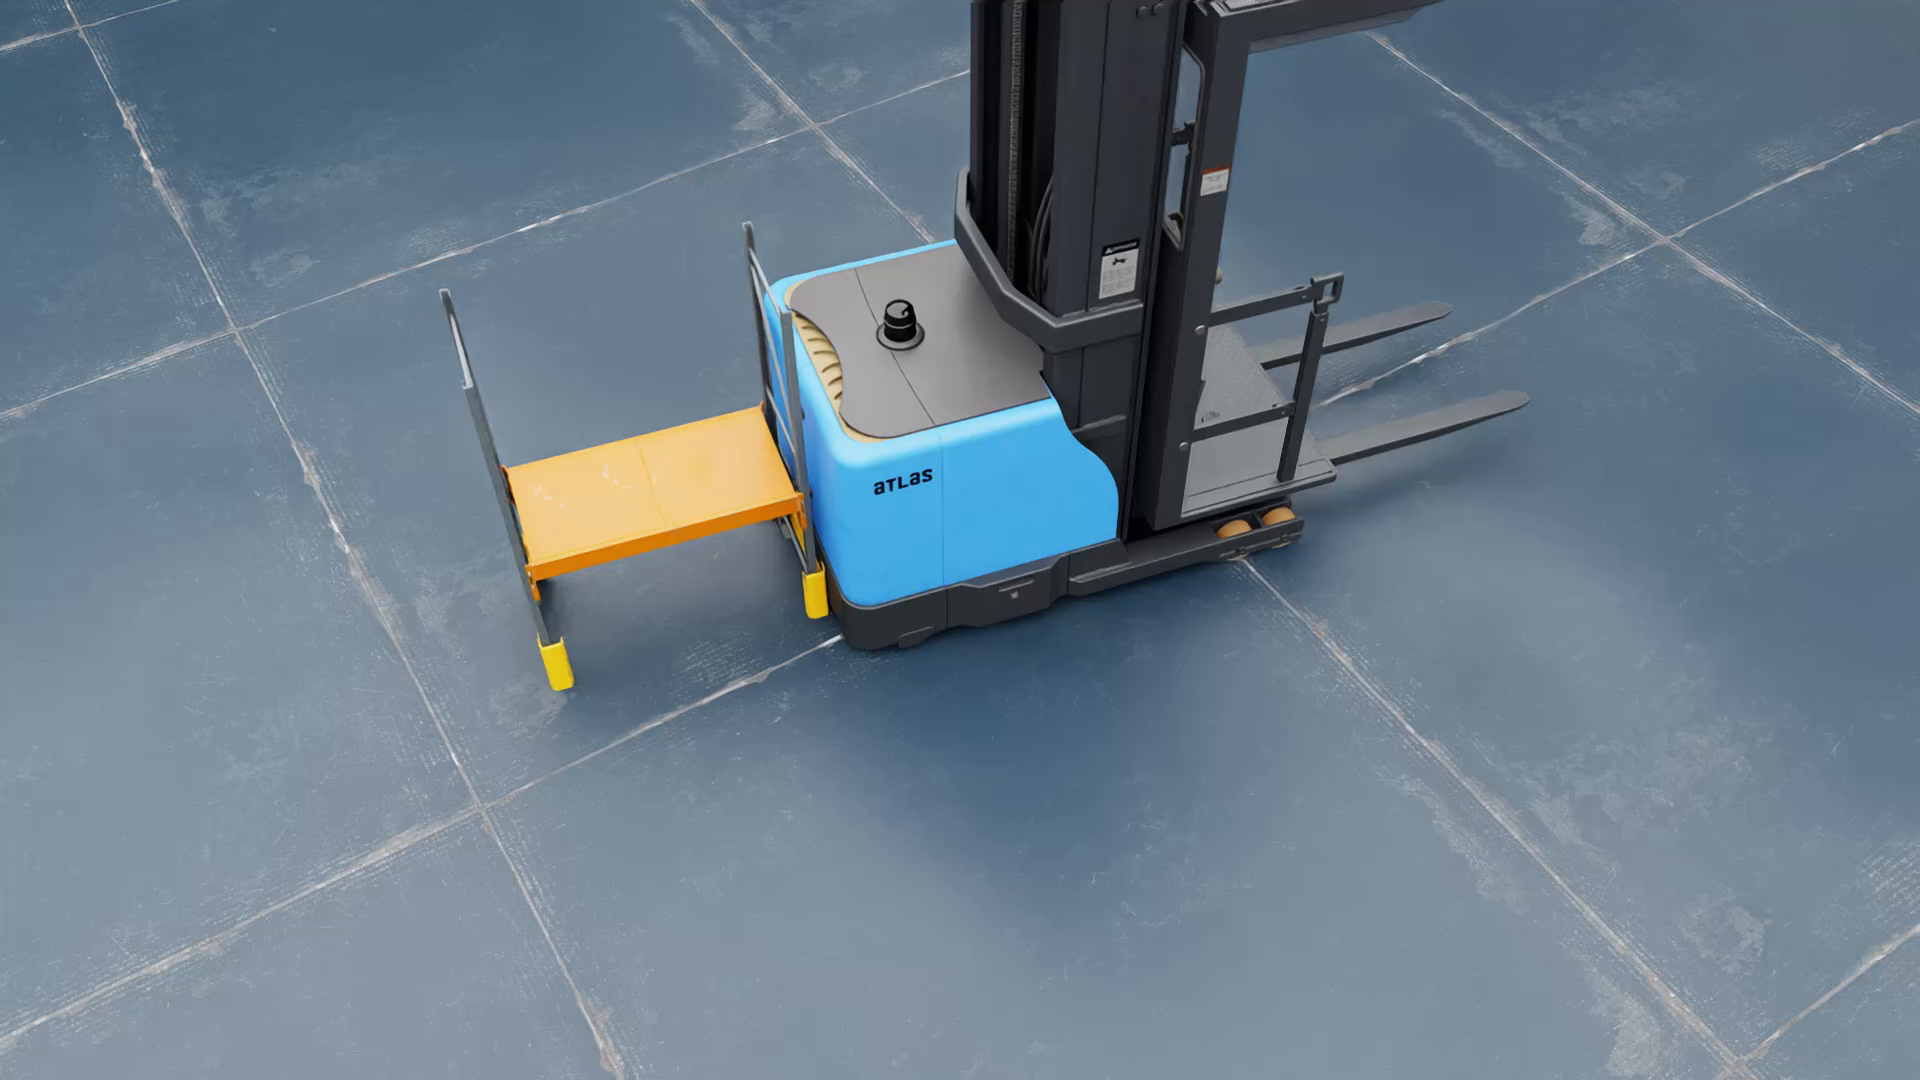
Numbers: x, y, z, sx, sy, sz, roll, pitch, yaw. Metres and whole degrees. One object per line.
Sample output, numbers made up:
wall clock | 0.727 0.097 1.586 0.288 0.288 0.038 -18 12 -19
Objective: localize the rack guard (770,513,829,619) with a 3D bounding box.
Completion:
rack guard | -0.642 0.010 6.519 0.087 0.250 0.587 -15 50 -13

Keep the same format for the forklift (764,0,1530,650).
forklift | 0.837 -1.251 5.847 3.031 2.935 1.130 -15 50 -13

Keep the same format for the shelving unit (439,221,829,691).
shelving unit | -1.109 -0.277 5.937 1.083 1.500 0.587 -15 50 -13

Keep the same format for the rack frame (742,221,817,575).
rack frame | -0.641 -0.406 6.052 0.032 1.500 0.500 -15 50 -13

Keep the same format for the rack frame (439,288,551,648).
rack frame | -1.595 -0.143 5.819 0.032 1.500 0.500 -15 50 -13

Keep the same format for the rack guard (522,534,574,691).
rack guard | -1.577 0.267 6.290 0.087 0.250 0.587 -15 50 -13

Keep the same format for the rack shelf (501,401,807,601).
rack shelf | -1.118 -0.155 6.070 1.000 0.185 0.538 -15 50 -13
